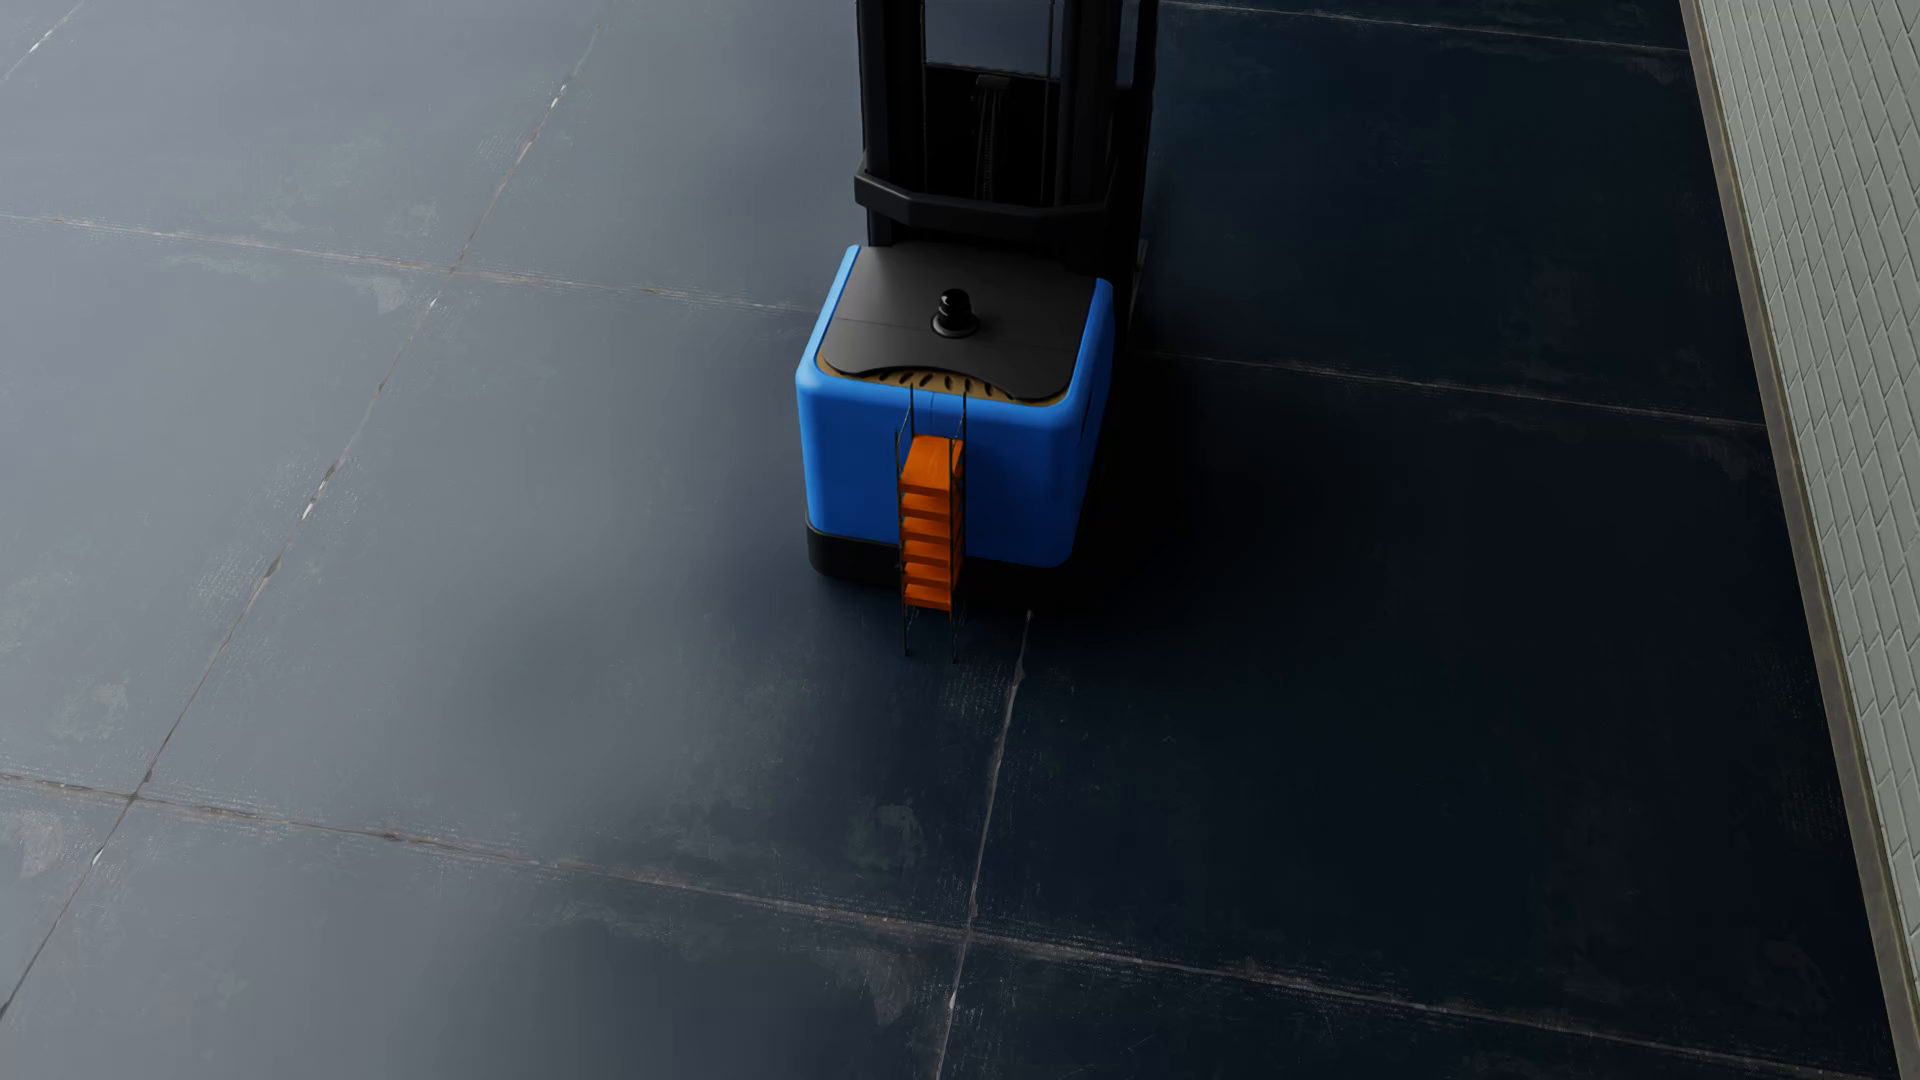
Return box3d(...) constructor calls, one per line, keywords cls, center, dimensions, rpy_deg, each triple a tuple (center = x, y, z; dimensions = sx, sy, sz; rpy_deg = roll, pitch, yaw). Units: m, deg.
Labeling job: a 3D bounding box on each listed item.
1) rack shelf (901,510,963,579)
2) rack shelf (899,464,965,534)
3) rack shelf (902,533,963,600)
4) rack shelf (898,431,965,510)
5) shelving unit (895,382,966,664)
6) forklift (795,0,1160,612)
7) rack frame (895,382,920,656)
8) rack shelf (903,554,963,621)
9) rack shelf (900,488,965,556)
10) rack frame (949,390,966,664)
box3d(cls="rack shelf", center=(-0.095, 0.000, 5.974), dimensions=(0.180, 0.103, 0.258), rpy_deg=(9, 49, 8))
box3d(cls="rack shelf", center=(-0.096, -0.159, 5.794), dimensions=(0.180, 0.103, 0.258), rpy_deg=(9, 49, 8))
box3d(cls="rack shelf", center=(-0.095, 0.080, 6.063), dimensions=(0.180, 0.103, 0.258), rpy_deg=(9, 49, 8))
box3d(cls="rack shelf", center=(-0.096, -0.239, 5.704), dimensions=(0.180, 0.103, 0.258), rpy_deg=(9, 49, 8))
box3d(cls="shelving unit", center=(-0.095, -0.029, 5.940), dimensions=(0.189, 1.200, 0.258), rpy_deg=(9, 49, 8))
box3d(cls="forklift", center=(0.218, -1.824, 6.390), dimensions=(1.130, 2.935, 3.031), rpy_deg=(9, 49, 8))
box3d(cls="rack frame", center=(-0.185, -0.044, 5.953), dimensions=(0.006, 1.200, 0.240), rpy_deg=(9, 49, 8))
box3d(cls="rack shelf", center=(-0.095, 0.159, 6.153), dimensions=(0.180, 0.103, 0.258), rpy_deg=(9, 49, 8))
box3d(cls="rack shelf", center=(-0.096, -0.079, 5.884), dimensions=(0.180, 0.103, 0.258), rpy_deg=(9, 49, 8))
box3d(cls="rack frame", center=(-0.006, -0.015, 5.927), dimensions=(0.006, 1.200, 0.240), rpy_deg=(9, 49, 8))
